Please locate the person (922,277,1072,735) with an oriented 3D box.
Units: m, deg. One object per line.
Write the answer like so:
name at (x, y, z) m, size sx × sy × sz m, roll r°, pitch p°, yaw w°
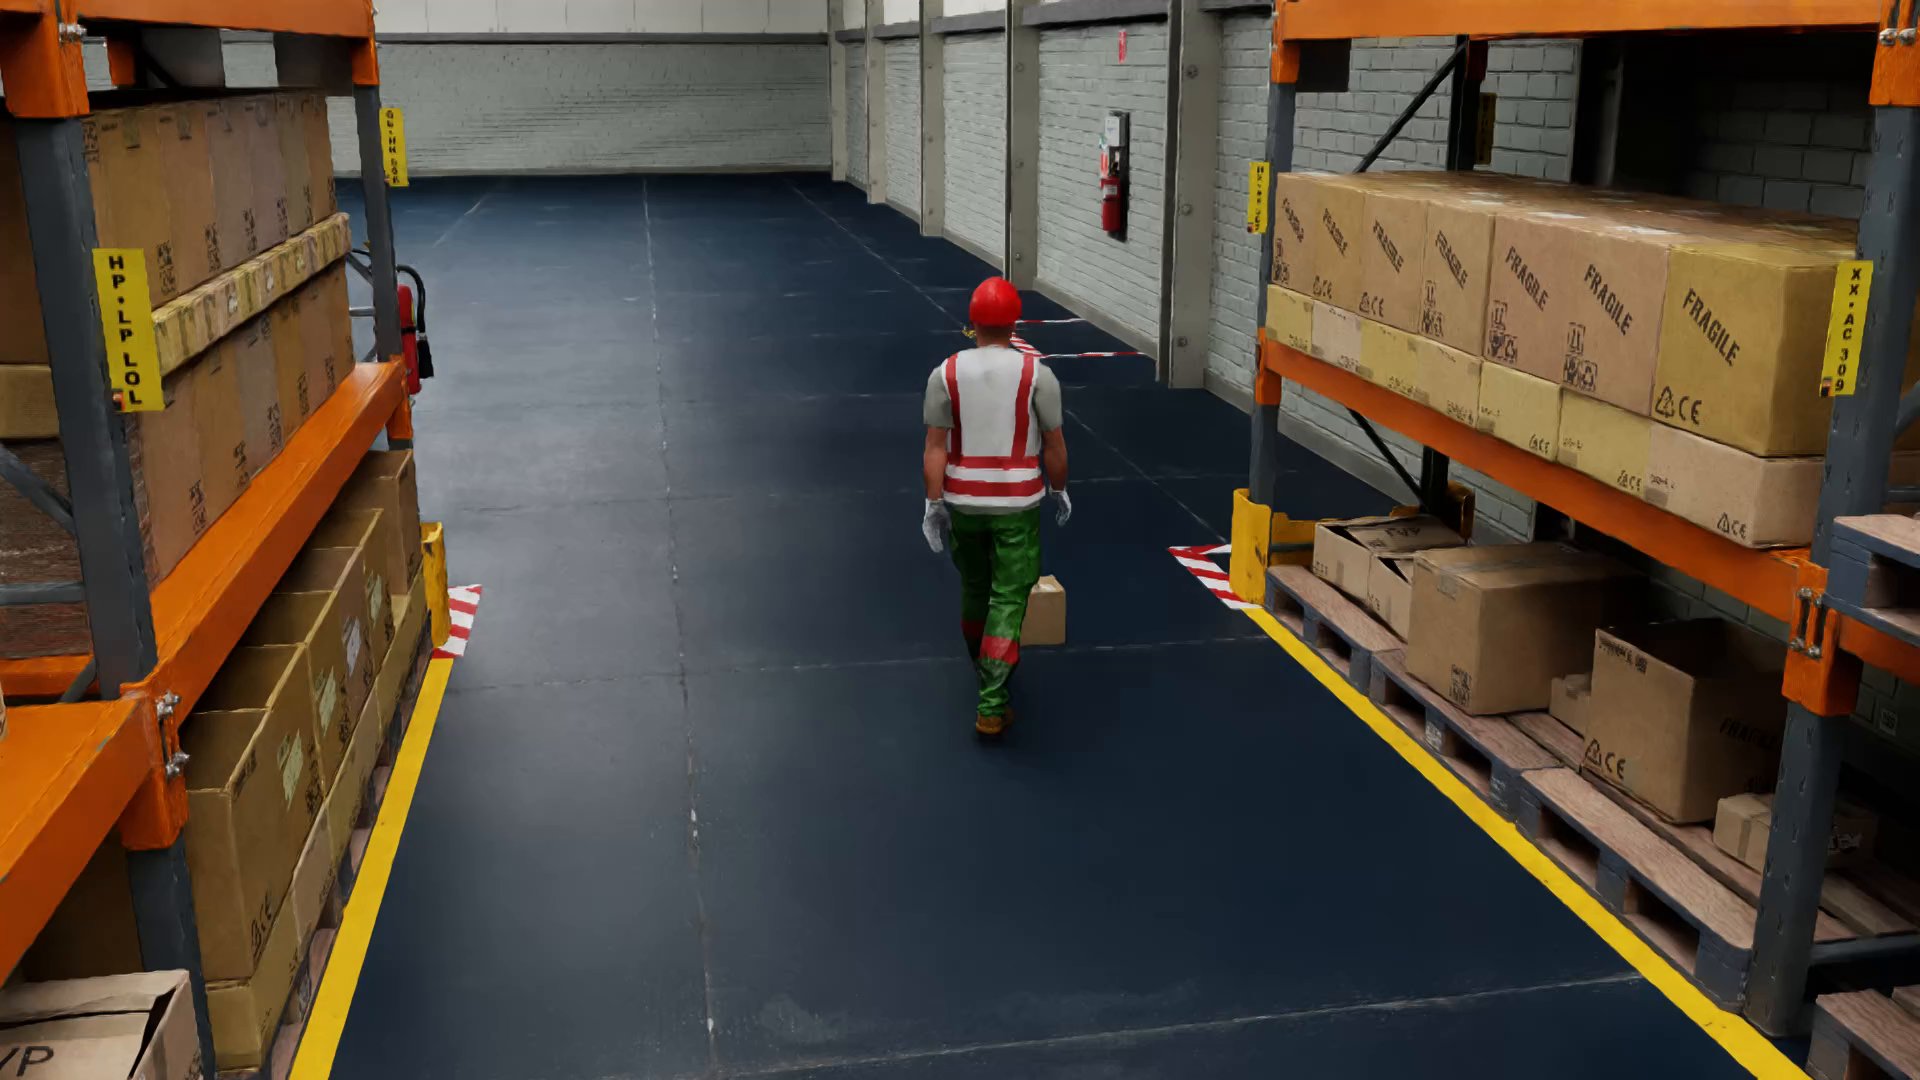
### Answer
person at (0.163, -0.170, 6.601) m, size 0.537 × 1.759 × 0.953 m, roll 5°, pitch 17°, yaw 15°
